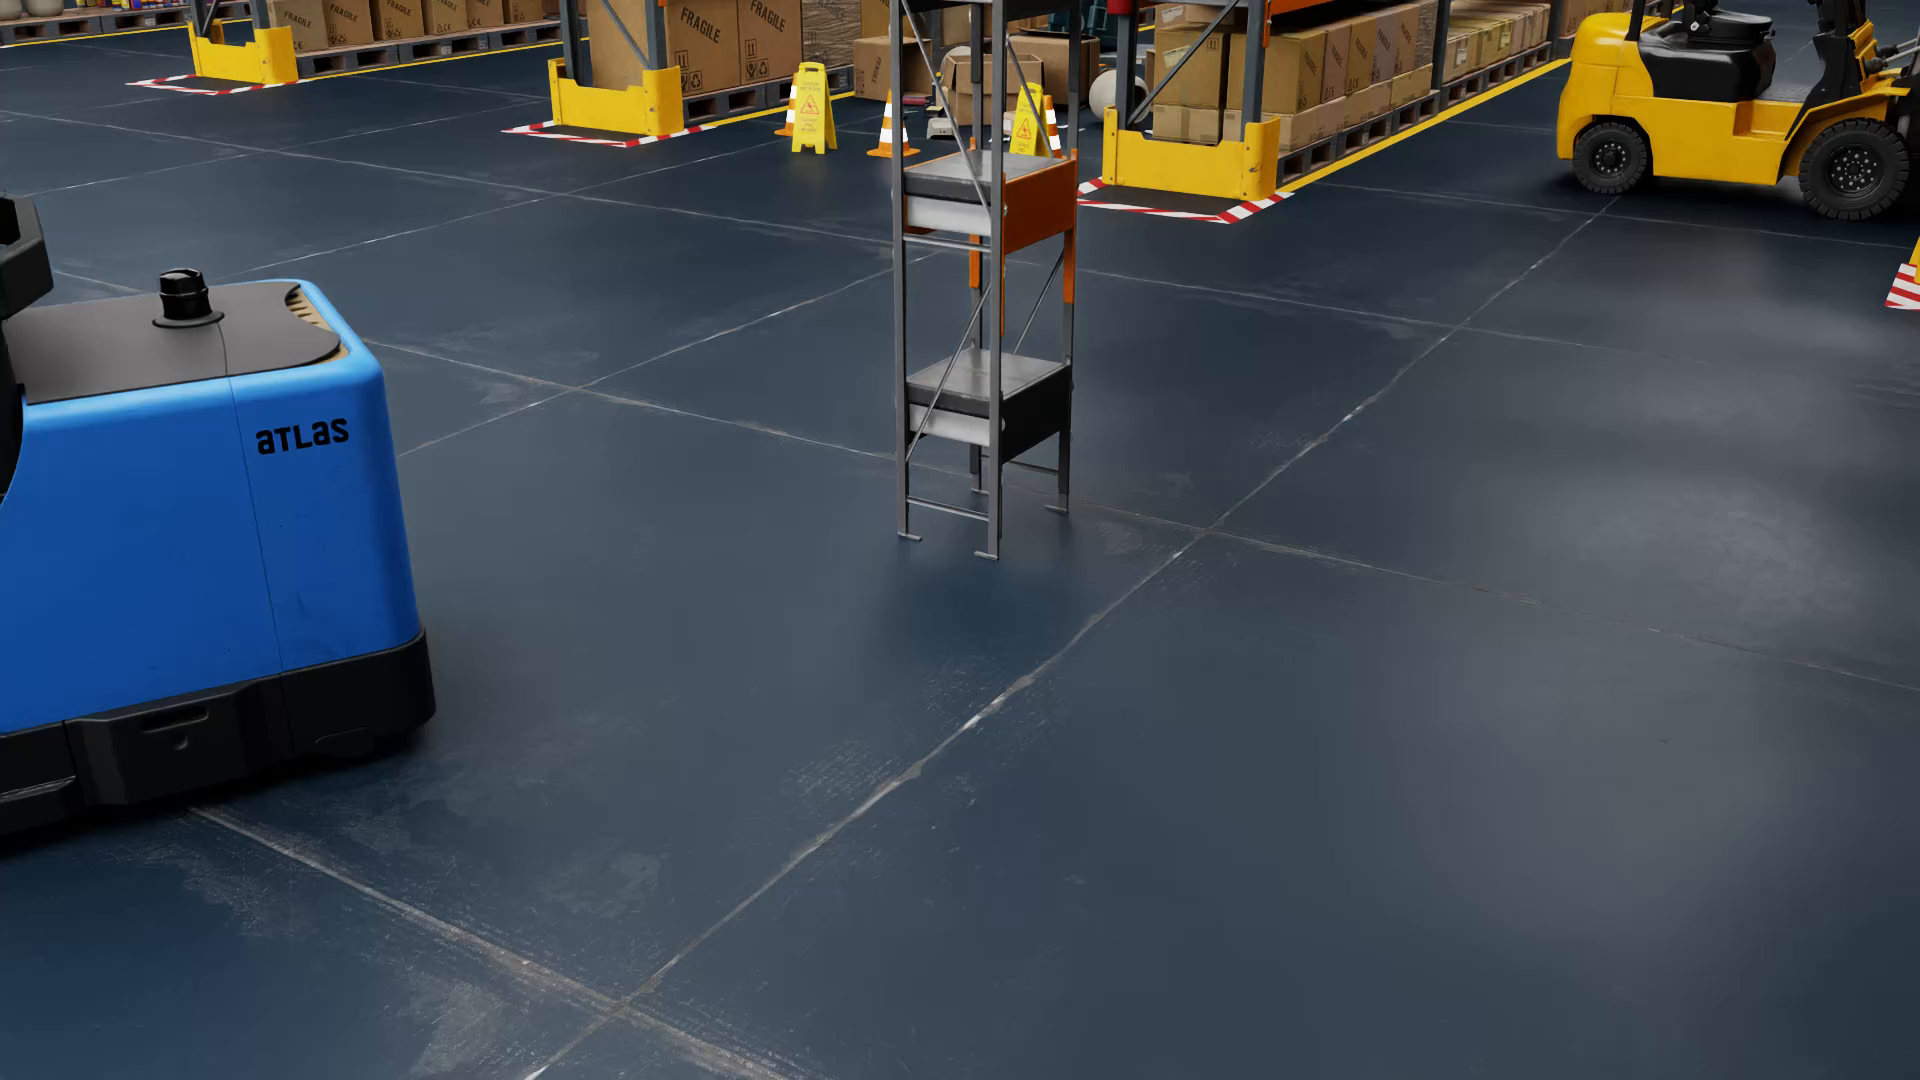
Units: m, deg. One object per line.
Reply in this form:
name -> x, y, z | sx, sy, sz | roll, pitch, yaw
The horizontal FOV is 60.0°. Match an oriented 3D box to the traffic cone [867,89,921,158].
traffic cone -> -0.494, -3.104, 12.337 | 0.336, 0.463, 0.334 | 14, 27, 29

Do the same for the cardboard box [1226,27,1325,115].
cardboard box -> 2.170, -3.232, 11.429 | 0.500, 0.500, 0.500 | 13, 27, 27

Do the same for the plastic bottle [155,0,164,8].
plastic bottle -> -9.622, -6.497, 19.950 | 0.097, 0.201, 0.097 | 0, 23, 0

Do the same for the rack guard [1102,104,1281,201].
rack guard -> 1.538, -2.613, 11.157 | 1.175, 0.500, 0.348 | 14, 27, 29

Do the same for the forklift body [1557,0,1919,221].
forklift body -> 5.167, -3.329, 10.732 | 2.313, 2.155, 1.214 | 14, 27, 29

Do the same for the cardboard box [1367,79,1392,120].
cardboard box -> 2.980, -3.407, 12.777 | 0.500, 0.250, 0.500 | 14, 27, 30

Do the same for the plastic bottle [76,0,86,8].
plastic bottle -> -10.533, -6.479, 19.909 | 0.097, 0.201, 0.097 | 0, 23, 0

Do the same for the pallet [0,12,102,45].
pallet -> -10.696, -5.878, 19.063 | 1.003, 0.211, 1.213 | 14, 27, 29

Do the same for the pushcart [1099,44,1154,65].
pushcart -> 1.644, -4.342, 15.306 | 1.648, 0.377, 0.936 | 5, 24, 11

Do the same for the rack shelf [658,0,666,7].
rack shelf -> -1.706, -5.083, 14.621 | 1.077, 0.370, 4.000 | 14, 27, 29

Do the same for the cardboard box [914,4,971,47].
cardboard box -> -0.400, -5.477, 16.928 | 1.050, 0.750, 0.750 | 14, 27, 29

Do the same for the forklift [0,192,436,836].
forklift -> -2.955, -0.679, 3.630 | 3.031, 2.935, 1.130 | -13, 26, -27

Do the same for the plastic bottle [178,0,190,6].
plastic bottle -> -9.475, -6.646, 20.201 | 0.152, 0.276, 0.135 | 14, 27, 30

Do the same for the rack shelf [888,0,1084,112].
rack shelf -> 0.087, -1.649, 5.189 | 0.431, 0.518, 0.480 | 14, 27, 29

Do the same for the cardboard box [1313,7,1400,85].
cardboard box -> 2.989, -3.759, 12.647 | 0.500, 0.500, 0.500 | 15, 28, 32

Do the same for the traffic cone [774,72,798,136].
traffic cone -> -1.274, -3.455, 13.149 | 0.336, 0.463, 0.334 | 14, 27, 29

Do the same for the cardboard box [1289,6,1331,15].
cardboard box -> 2.520, -3.859, 12.878 | 0.500, 0.500, 0.500 | 15, 28, 32

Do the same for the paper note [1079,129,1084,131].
paper note -> 0.967, -3.289, 13.334 | 0.032, 0.001, 0.123 | 14, 27, 29

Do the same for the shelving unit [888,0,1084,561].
shelving unit -> 0.087, -1.019, 5.462 | 0.431, 2.100, 0.503 | 14, 27, 29

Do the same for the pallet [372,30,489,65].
pallet -> -5.778, -5.234, 17.575 | 1.003, 0.211, 1.213 | 14, 27, 29

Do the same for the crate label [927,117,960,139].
crate label -> -0.132, -3.233, 13.045 | 0.250, 0.136, 0.298 | 1, 23, 2

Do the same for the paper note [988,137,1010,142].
paper note -> 0.305, -3.108, 12.892 | 0.148, 0.019, 0.142 | 5, 24, 11

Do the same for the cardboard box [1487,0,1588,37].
cardboard box -> 6.153, -5.868, 17.675 | 0.875, 0.875, 0.875 | 14, 27, 28

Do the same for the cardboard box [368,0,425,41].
cardboard box -> -5.945, -5.481, 17.252 | 0.500, 0.500, 0.500 | 17, 29, 34

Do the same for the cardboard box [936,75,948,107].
cardboard box -> 0.007, -3.867, 14.349 | 0.396, 0.266, 0.258 | 20, 30, 38

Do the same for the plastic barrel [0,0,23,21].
plastic barrel -> -10.847, -6.139, 18.757 | 0.421, 0.512, 0.421 | 0, 23, 0

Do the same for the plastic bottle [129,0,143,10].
plastic bottle -> -9.773, -6.424, 19.679 | 0.061, 0.283, 0.133 | 14, 27, 30

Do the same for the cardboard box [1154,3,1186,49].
cardboard box -> 2.080, -4.648, 14.904 | 0.500, 0.500, 0.500 | 14, 27, 29

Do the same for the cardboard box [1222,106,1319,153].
cardboard box -> 2.158, -2.880, 11.559 | 0.500, 0.250, 0.500 | 14, 27, 29

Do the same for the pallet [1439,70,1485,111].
pallet -> 4.017, -4.068, 14.882 | 1.003, 0.211, 1.213 | 14, 27, 29

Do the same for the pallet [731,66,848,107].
pallet -> -1.761, -4.155, 15.081 | 1.003, 0.211, 1.213 | 14, 27, 29

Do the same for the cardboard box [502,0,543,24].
cardboard box -> -5.056, -6.080, 18.638 | 0.500, 0.500, 0.500 | 13, 27, 27

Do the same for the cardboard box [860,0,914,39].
cardboard box -> -1.042, -5.108, 15.919 | 0.875, 0.875, 0.875 | 14, 27, 30

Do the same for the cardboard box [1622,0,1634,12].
cardboard box -> 7.569, -6.776, 19.774 | 0.875, 0.875, 0.875 | 15, 27, 31

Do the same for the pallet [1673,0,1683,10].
pallet -> 8.938, -7.159, 22.021 | 1.003, 0.211, 1.213 | 14, 27, 29

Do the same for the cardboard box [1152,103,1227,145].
cardboard box -> 1.708, -3.003, 11.843 | 0.500, 0.250, 0.500 | 14, 27, 29

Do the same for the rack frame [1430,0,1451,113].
rack frame -> 3.608, -5.085, 13.720 | 1.000, 3.000, 0.127 | 14, 27, 29

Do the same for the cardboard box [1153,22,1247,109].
cardboard box -> 1.699, -3.335, 11.666 | 0.500, 0.500, 0.500 | 14, 27, 29

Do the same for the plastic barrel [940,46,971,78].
plastic barrel -> 0.054, -4.201, 14.922 | 0.421, 0.421, 0.512 | -7, 24, -17

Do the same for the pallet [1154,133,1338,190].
pallet -> 1.996, -2.747, 11.831 | 1.003, 0.211, 1.213 | 14, 27, 29

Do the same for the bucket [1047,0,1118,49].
bucket -> 1.236, -4.754, 15.164 | 0.620, 0.611, 0.726 | -6, 22, -39

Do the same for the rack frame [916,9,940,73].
rack frame -> -0.651, -6.088, 16.037 | 1.000, 3.000, 0.127 | 14, 27, 29

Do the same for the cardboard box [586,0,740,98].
cardboard box -> -2.459, -4.198, 13.818 | 0.875, 0.875, 0.875 | 14, 27, 29

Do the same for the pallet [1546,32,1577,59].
pallet -> 6.198, -5.405, 17.971 | 1.003, 0.211, 1.213 | 14, 27, 29

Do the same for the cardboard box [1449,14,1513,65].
cardboard box -> 4.624, -4.727, 15.674 | 0.950, 0.372, 0.625 | 15, 28, 31

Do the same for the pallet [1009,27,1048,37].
pallet -> 0.335, -5.498, 18.184 | 1.003, 0.211, 1.213 | 14, 27, 29
